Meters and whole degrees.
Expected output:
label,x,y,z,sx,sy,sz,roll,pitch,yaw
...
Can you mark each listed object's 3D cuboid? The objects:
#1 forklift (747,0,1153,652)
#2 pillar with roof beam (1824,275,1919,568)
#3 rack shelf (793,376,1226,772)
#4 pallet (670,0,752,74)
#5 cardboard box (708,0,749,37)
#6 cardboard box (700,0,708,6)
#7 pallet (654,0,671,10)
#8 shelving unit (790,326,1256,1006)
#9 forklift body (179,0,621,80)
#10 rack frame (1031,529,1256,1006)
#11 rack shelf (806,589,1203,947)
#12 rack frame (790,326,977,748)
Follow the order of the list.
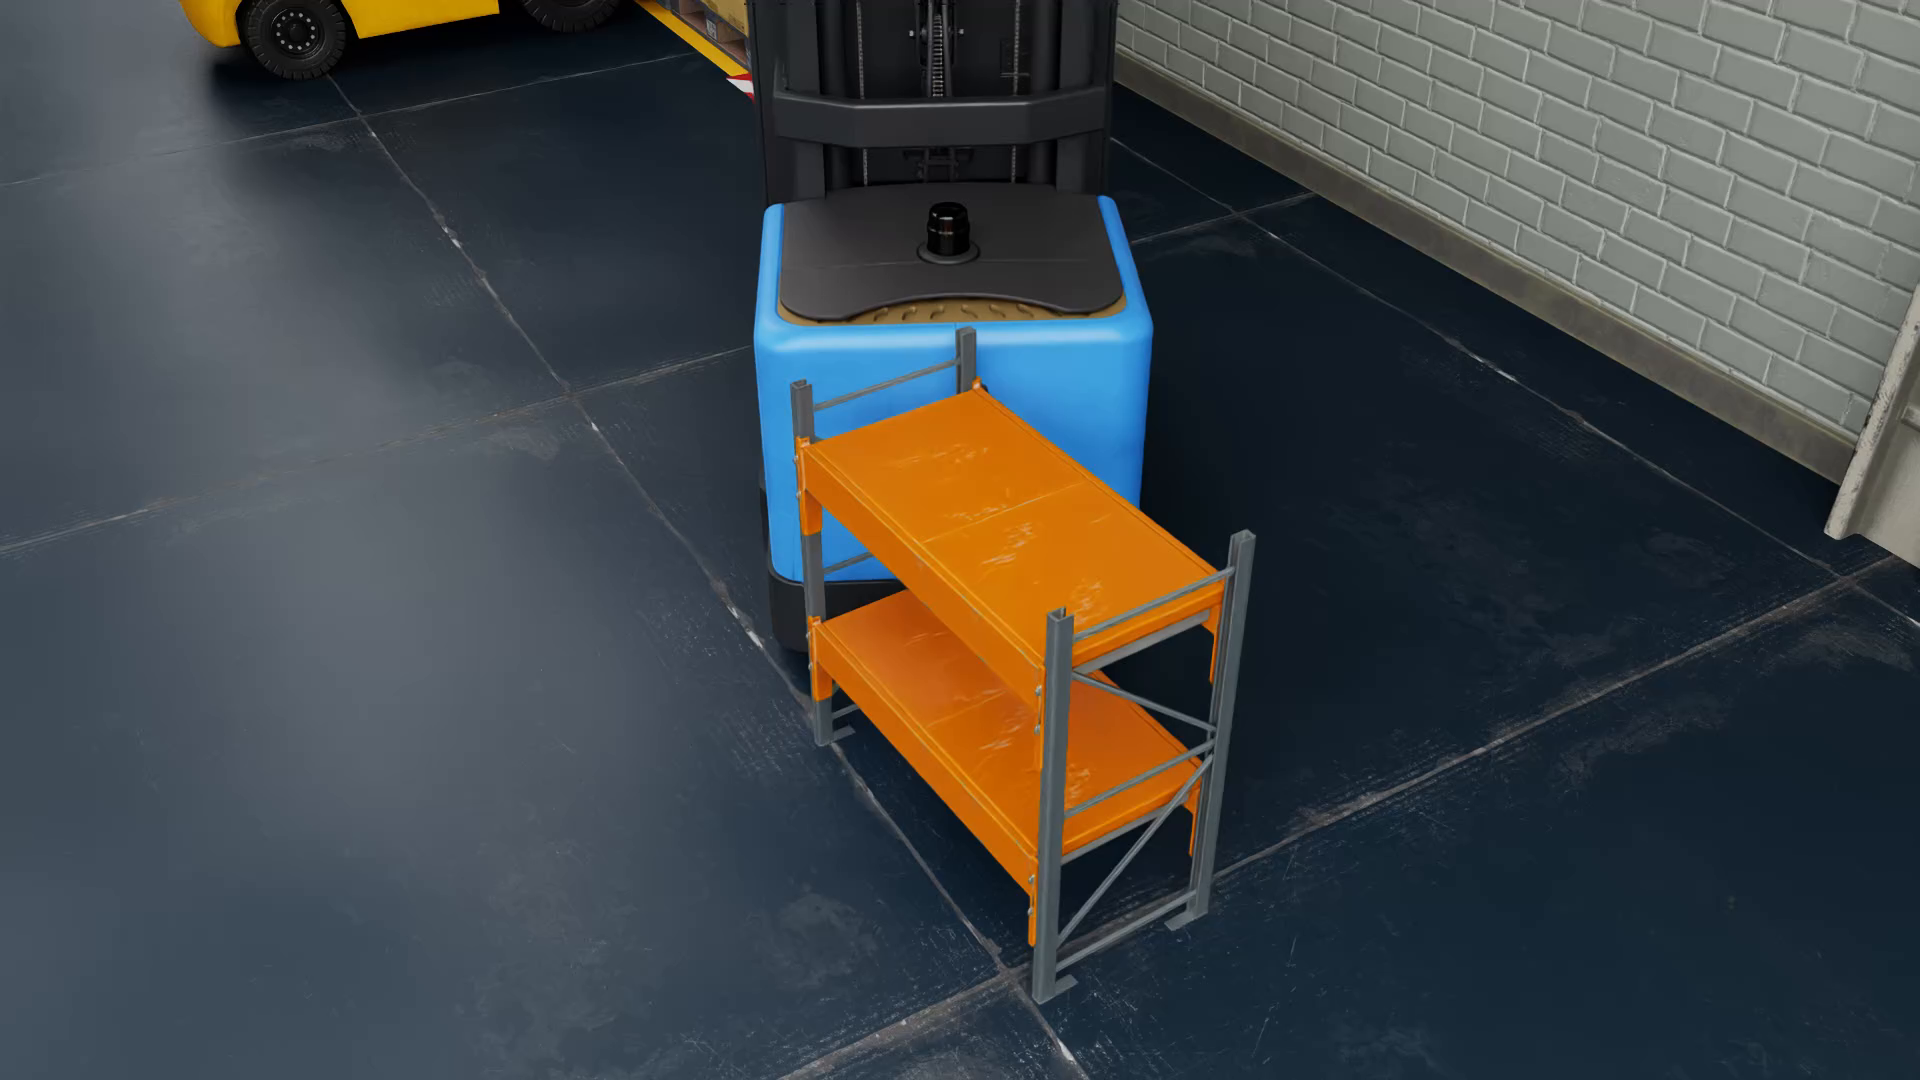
label,x,y,z,sx,sy,sz,roll,pitch,yaw
forklift,-0.096,-1.715,5.113,1.130,2.935,3.031,-2,36,-3
pillar with roof beam,-0.748,-2.331,0.812,9.100,9.000,0.400,-19,40,-24
rack shelf,0.102,0.033,3.755,0.538,0.278,1.000,-21,41,-26
pallet,-0.890,-2.873,9.005,1.003,0.211,1.213,-19,40,-24
cardboard box,-0.978,-2.827,8.553,0.500,0.250,0.500,-19,40,-24
cardboard box,-1.220,-3.084,8.904,0.500,0.250,0.500,-19,40,-24
pallet,-1.499,-3.495,9.856,1.003,0.211,1.213,-19,40,-24
shelving unit,0.102,0.269,3.927,0.538,1.125,1.048,-21,41,-26
forklift body,-2.999,-3.706,8.500,2.313,2.155,1.214,-19,40,-24
rack frame,0.381,0.520,3.584,0.500,1.125,0.032,-21,41,-26
rack shelf,0.102,0.467,4.072,0.538,0.278,1.000,-21,41,-26
rack frame,-0.176,0.019,4.271,0.500,1.125,0.032,-21,41,-26
